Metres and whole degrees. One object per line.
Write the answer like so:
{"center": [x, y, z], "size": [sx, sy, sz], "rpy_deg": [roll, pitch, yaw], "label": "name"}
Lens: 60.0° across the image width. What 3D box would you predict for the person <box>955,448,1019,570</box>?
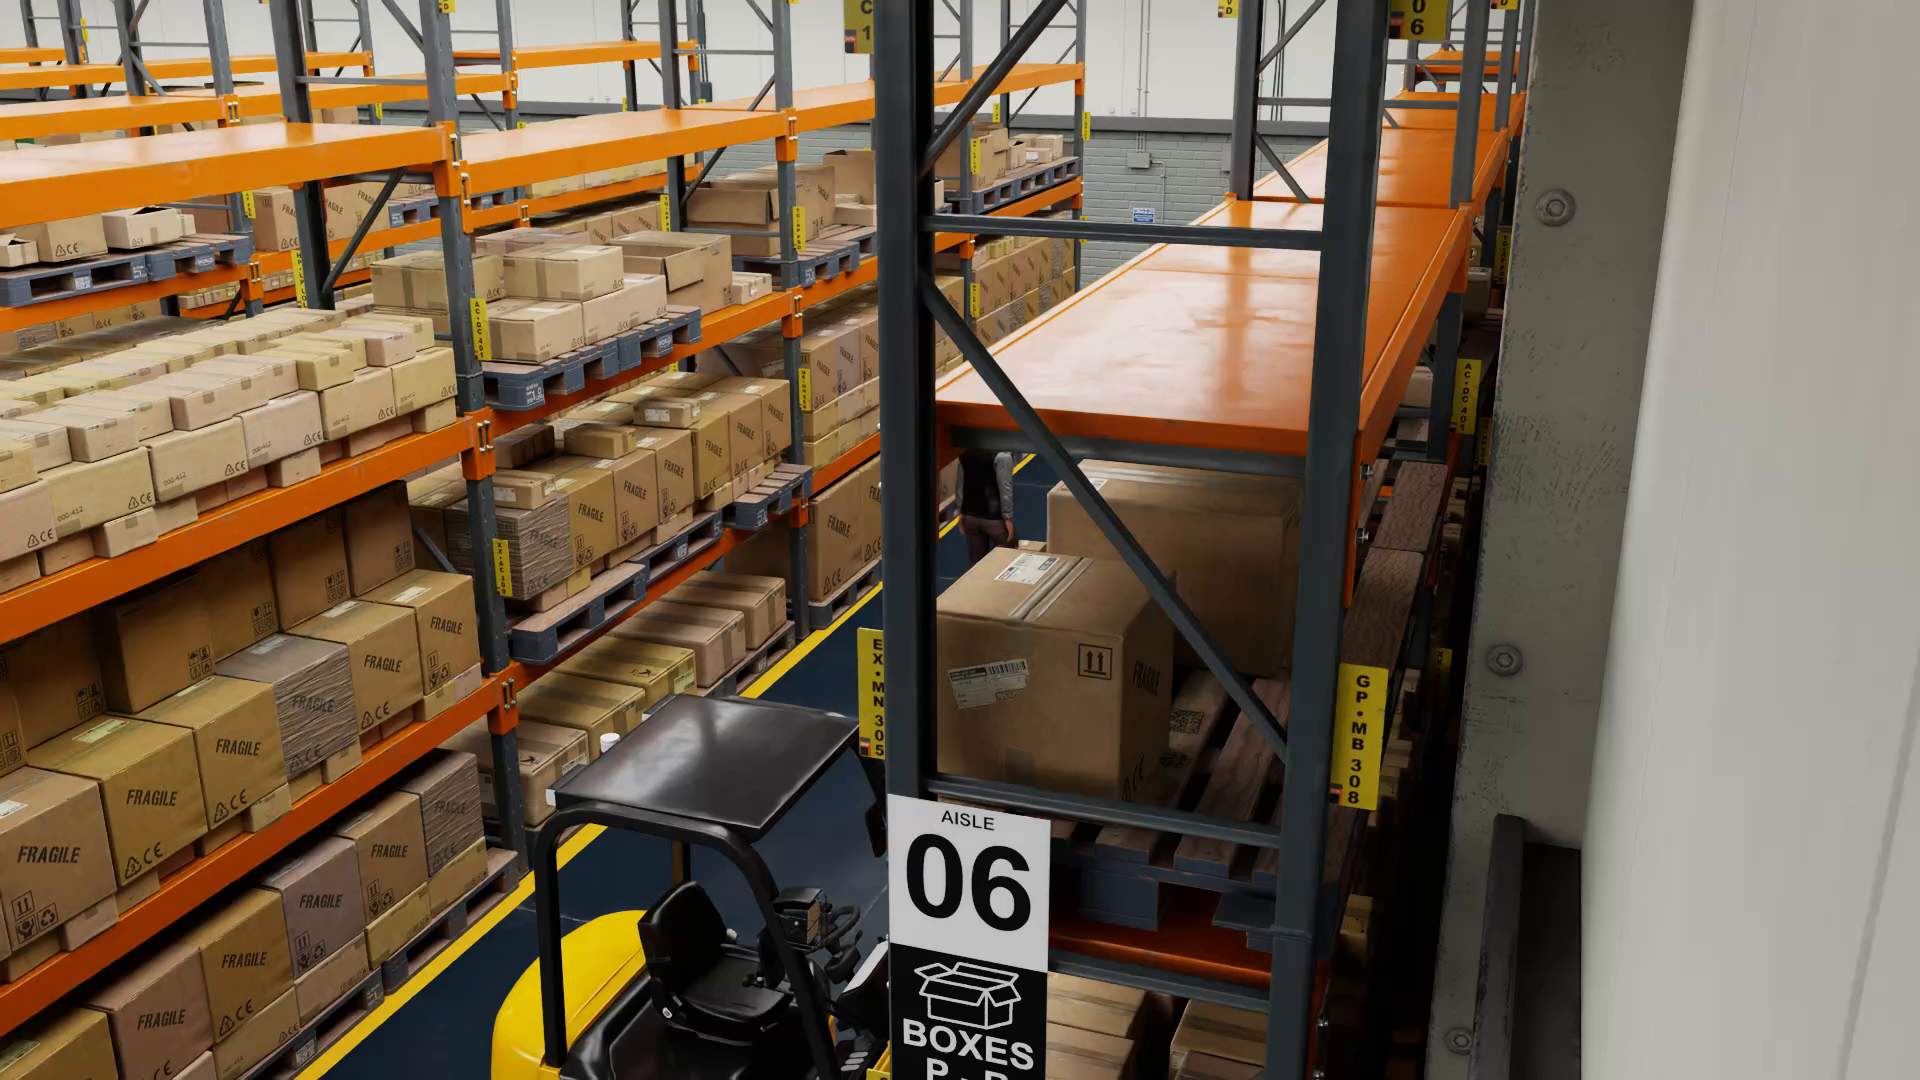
{"center": [0.186, -0.150, 13.410], "size": [0.581, 1.721, 0.504], "rpy_deg": [12, 22, 32], "label": "person"}
